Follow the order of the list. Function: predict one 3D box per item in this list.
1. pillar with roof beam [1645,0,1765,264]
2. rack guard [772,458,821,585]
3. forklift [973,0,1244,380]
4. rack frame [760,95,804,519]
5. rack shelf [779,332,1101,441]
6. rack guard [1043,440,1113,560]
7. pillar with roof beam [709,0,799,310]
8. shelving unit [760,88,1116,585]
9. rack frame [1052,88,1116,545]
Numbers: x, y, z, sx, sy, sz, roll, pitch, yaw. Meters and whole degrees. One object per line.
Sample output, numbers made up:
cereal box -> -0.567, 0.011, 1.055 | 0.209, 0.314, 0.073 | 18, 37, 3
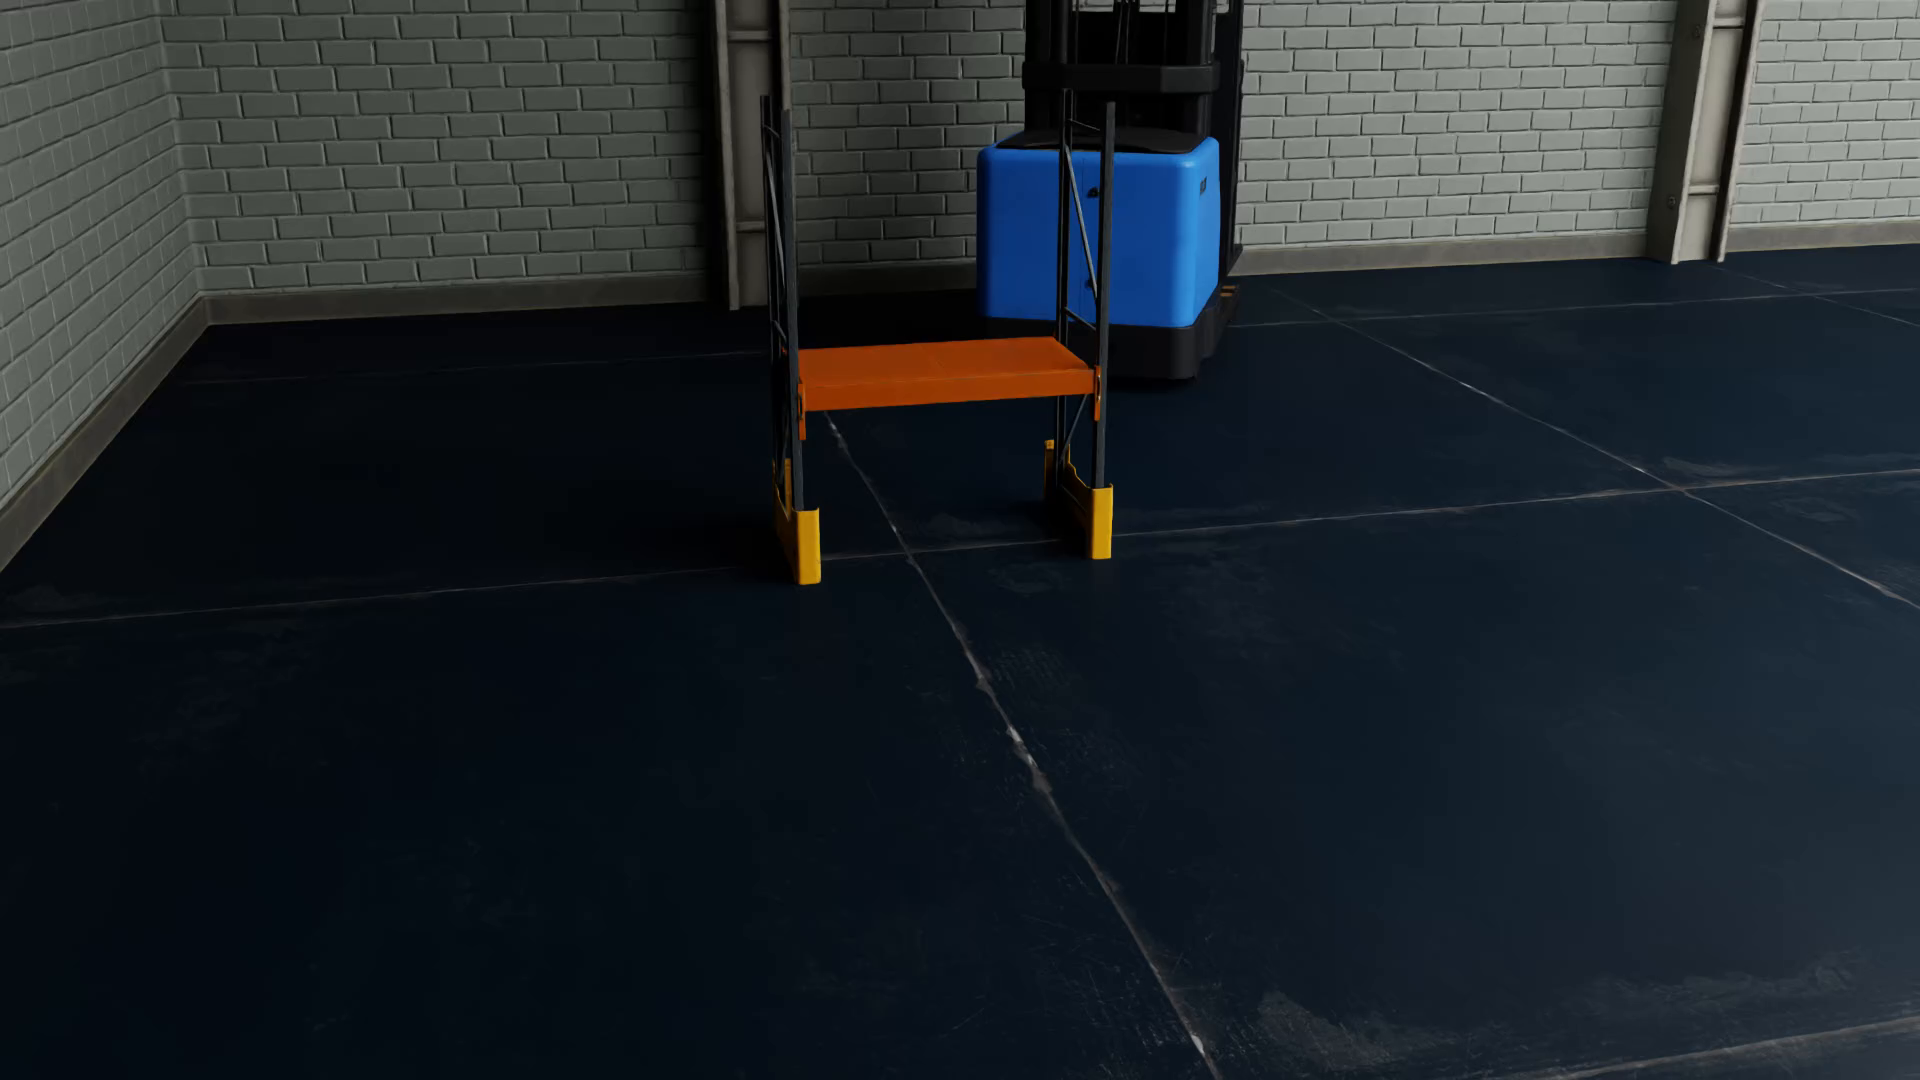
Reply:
pillar with roof beam -> 5.692, -4.616, 5.334 | 0.400, 9.000, 9.100 | -5, 21, -12
rack guard -> -0.559, -0.072, 5.648 | 0.087, 0.250, 0.587 | -5, 21, -12
forklift -> 0.934, -2.583, 8.605 | 1.130, 2.935, 3.031 | 5, 21, 14
rack frame -> -0.578, -0.657, 5.428 | 0.032, 1.500, 0.500 | -5, 21, -12
rack shelf -> -0.083, -0.529, 5.600 | 1.000, 0.185, 0.538 | -5, 21, -12
rack guard -> 0.410, -0.151, 5.863 | 0.087, 0.250, 0.587 | -5, 21, -12
pillar with roof beam -> -0.147, -4.141, 4.037 | 0.400, 9.000, 9.100 | -5, 21, -12
shelving unit -> -0.074, -0.698, 5.540 | 1.083, 1.500, 0.587 | -5, 21, -12
rack frame -> 0.412, -0.738, 5.648 | 0.032, 1.500, 0.500 | -5, 21, -12
